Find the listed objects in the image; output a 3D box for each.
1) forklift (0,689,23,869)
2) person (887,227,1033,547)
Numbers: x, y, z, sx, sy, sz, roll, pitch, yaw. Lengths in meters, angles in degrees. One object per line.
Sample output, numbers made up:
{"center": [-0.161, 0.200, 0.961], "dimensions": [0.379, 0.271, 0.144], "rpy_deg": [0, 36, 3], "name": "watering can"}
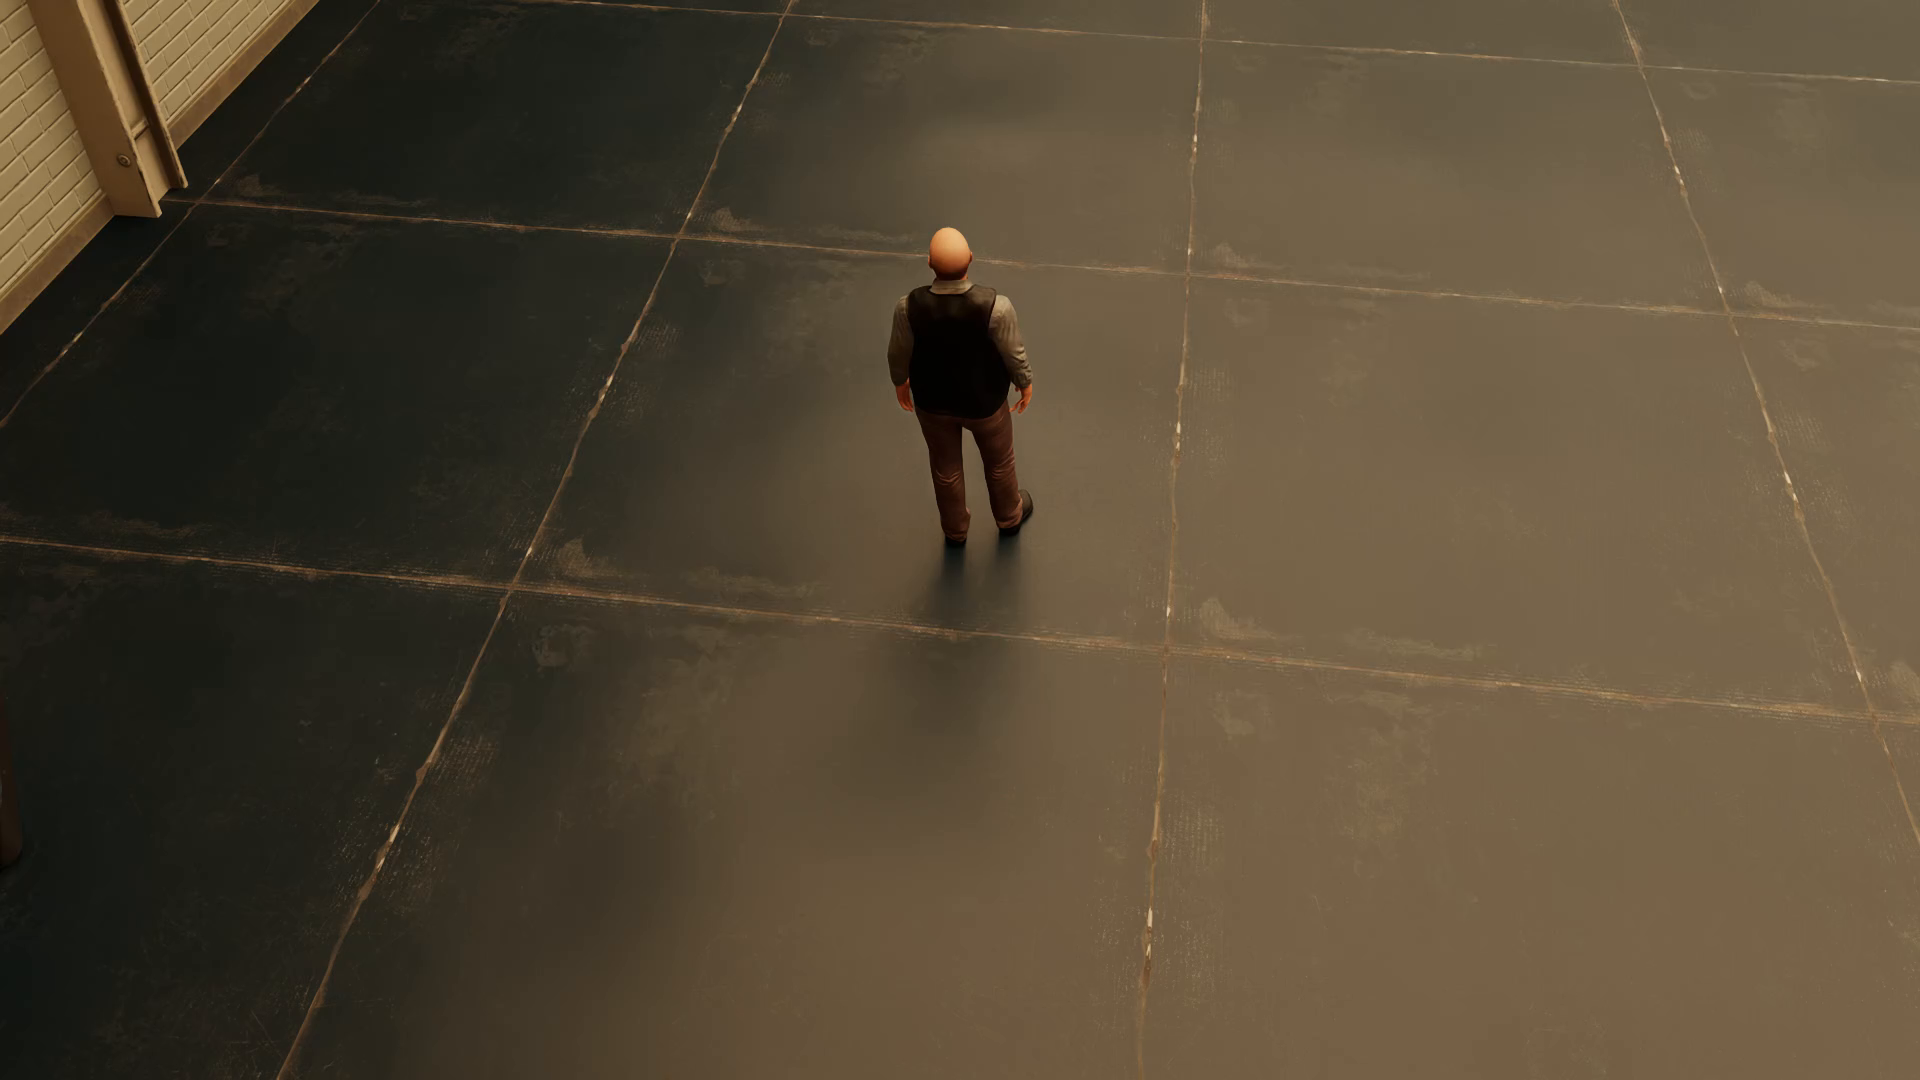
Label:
{"center": [-5.202, 0.370, 5.321], "dimensions": [3.031, 2.935, 1.130], "rpy_deg": [-19, 46, -20], "name": "forklift"}
{"center": [0.016, -0.680, 7.348], "dimensions": [0.632, 1.720, 0.568], "rpy_deg": [5, 43, 6], "name": "person"}
